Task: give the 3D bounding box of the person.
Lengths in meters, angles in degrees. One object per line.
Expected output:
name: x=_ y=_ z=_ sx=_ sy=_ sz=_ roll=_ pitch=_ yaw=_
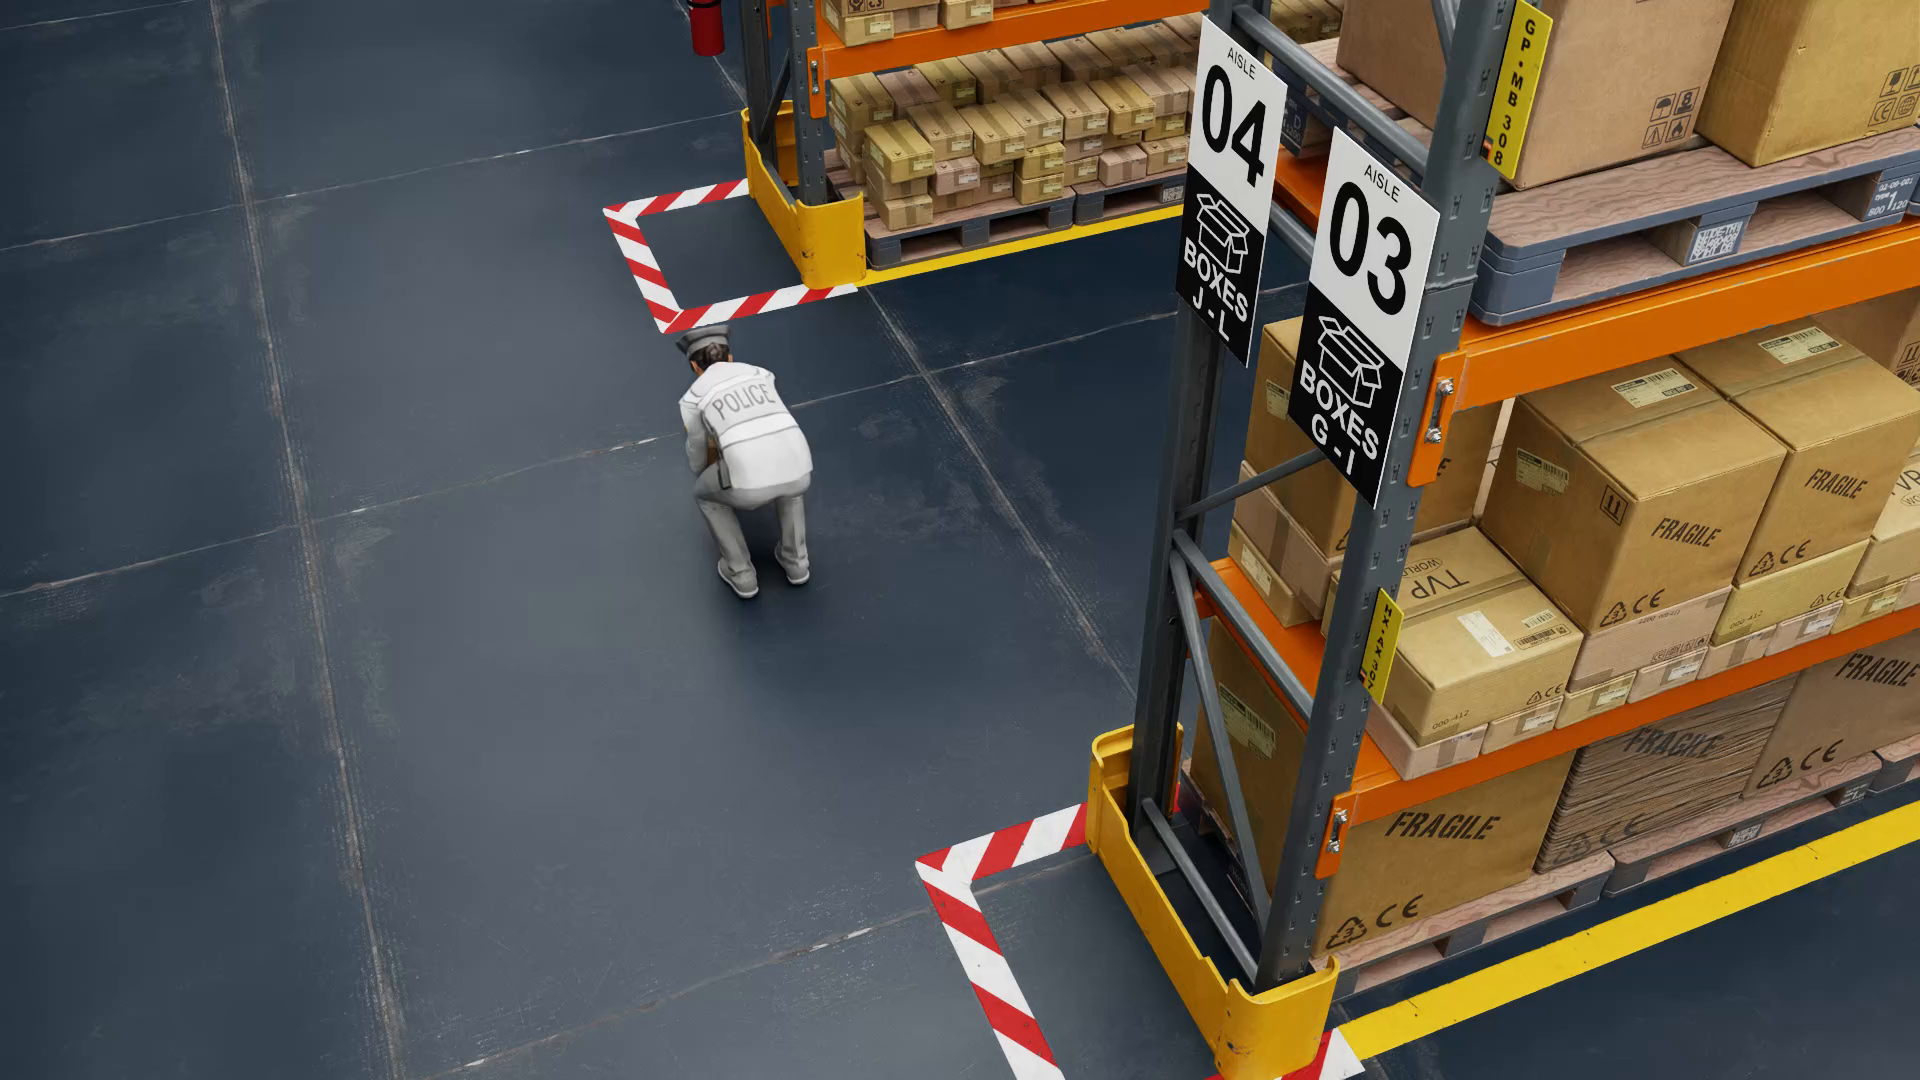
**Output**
person: x=-0.917 y=-0.329 z=7.026 sx=0.466 sy=0.998 sz=0.919 roll=-17 pitch=45 yaw=-18
